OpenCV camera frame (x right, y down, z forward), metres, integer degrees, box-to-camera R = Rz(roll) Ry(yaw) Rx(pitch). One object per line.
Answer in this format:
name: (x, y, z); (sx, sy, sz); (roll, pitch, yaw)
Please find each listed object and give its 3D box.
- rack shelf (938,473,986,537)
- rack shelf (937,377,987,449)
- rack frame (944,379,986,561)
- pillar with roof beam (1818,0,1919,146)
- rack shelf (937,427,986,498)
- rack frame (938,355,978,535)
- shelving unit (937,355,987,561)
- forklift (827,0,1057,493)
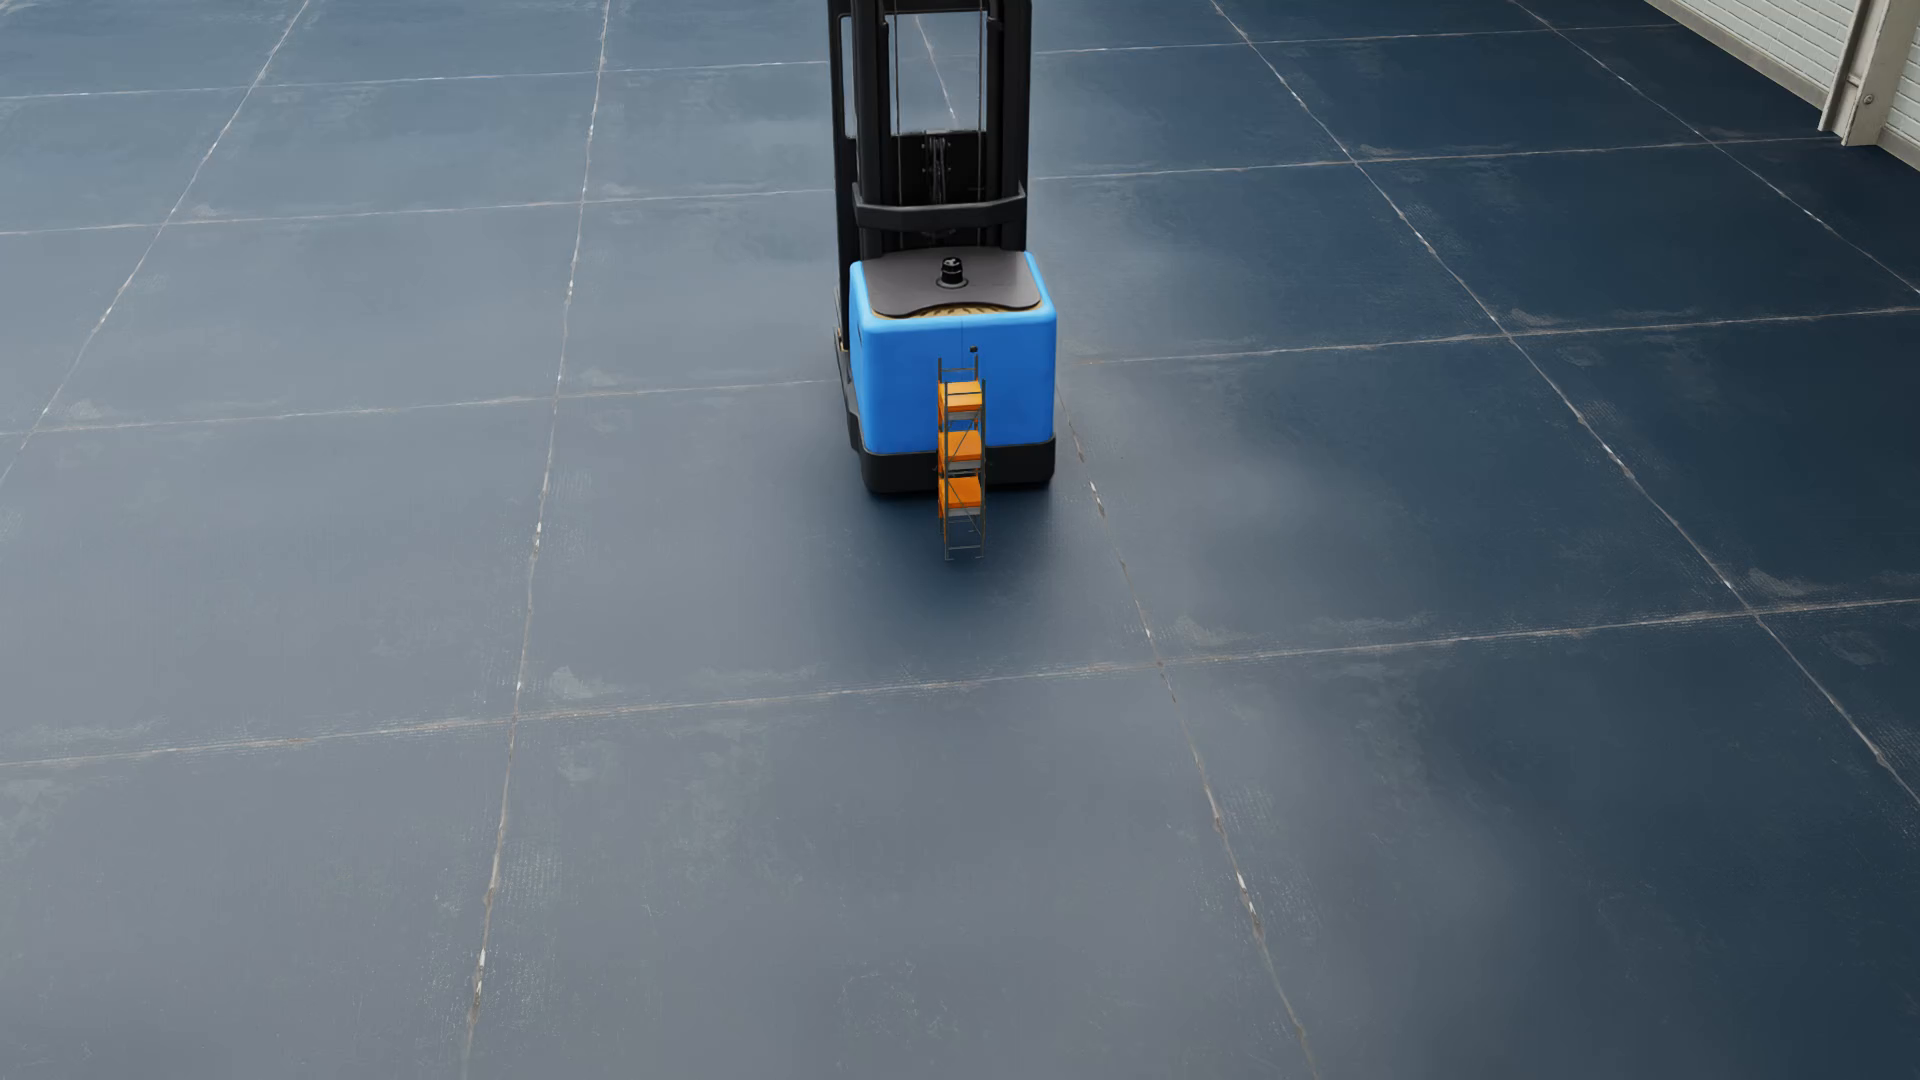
rack shelf: (0.007, -0.166, 8.573); (0.215, 0.259, 0.240); (-4, 35, -6)
rack shelf: (0.007, -0.630, 8.257); (0.215, 0.259, 0.240); (-4, 35, -6)
rack frame: (0.024, -0.336, 8.311); (0.200, 1.050, 0.008); (-4, 35, -6)
pillar with roof beam: (2.996, -6.693, 10.581); (9.100, 9.000, 0.400); (-4, 35, -6)
rack shelf: (0.007, -0.395, 8.416); (0.215, 0.259, 0.240); (-4, 35, -6)
rack frame: (-0.009, -0.472, 8.510); (0.200, 1.050, 0.008); (-4, 35, -6)
shelving unit: (0.007, -0.404, 8.411); (0.215, 1.050, 0.252); (-4, 35, -6)
forklift: (-0.195, -2.284, 9.498); (1.130, 2.935, 3.031); (-4, 35, -7)
